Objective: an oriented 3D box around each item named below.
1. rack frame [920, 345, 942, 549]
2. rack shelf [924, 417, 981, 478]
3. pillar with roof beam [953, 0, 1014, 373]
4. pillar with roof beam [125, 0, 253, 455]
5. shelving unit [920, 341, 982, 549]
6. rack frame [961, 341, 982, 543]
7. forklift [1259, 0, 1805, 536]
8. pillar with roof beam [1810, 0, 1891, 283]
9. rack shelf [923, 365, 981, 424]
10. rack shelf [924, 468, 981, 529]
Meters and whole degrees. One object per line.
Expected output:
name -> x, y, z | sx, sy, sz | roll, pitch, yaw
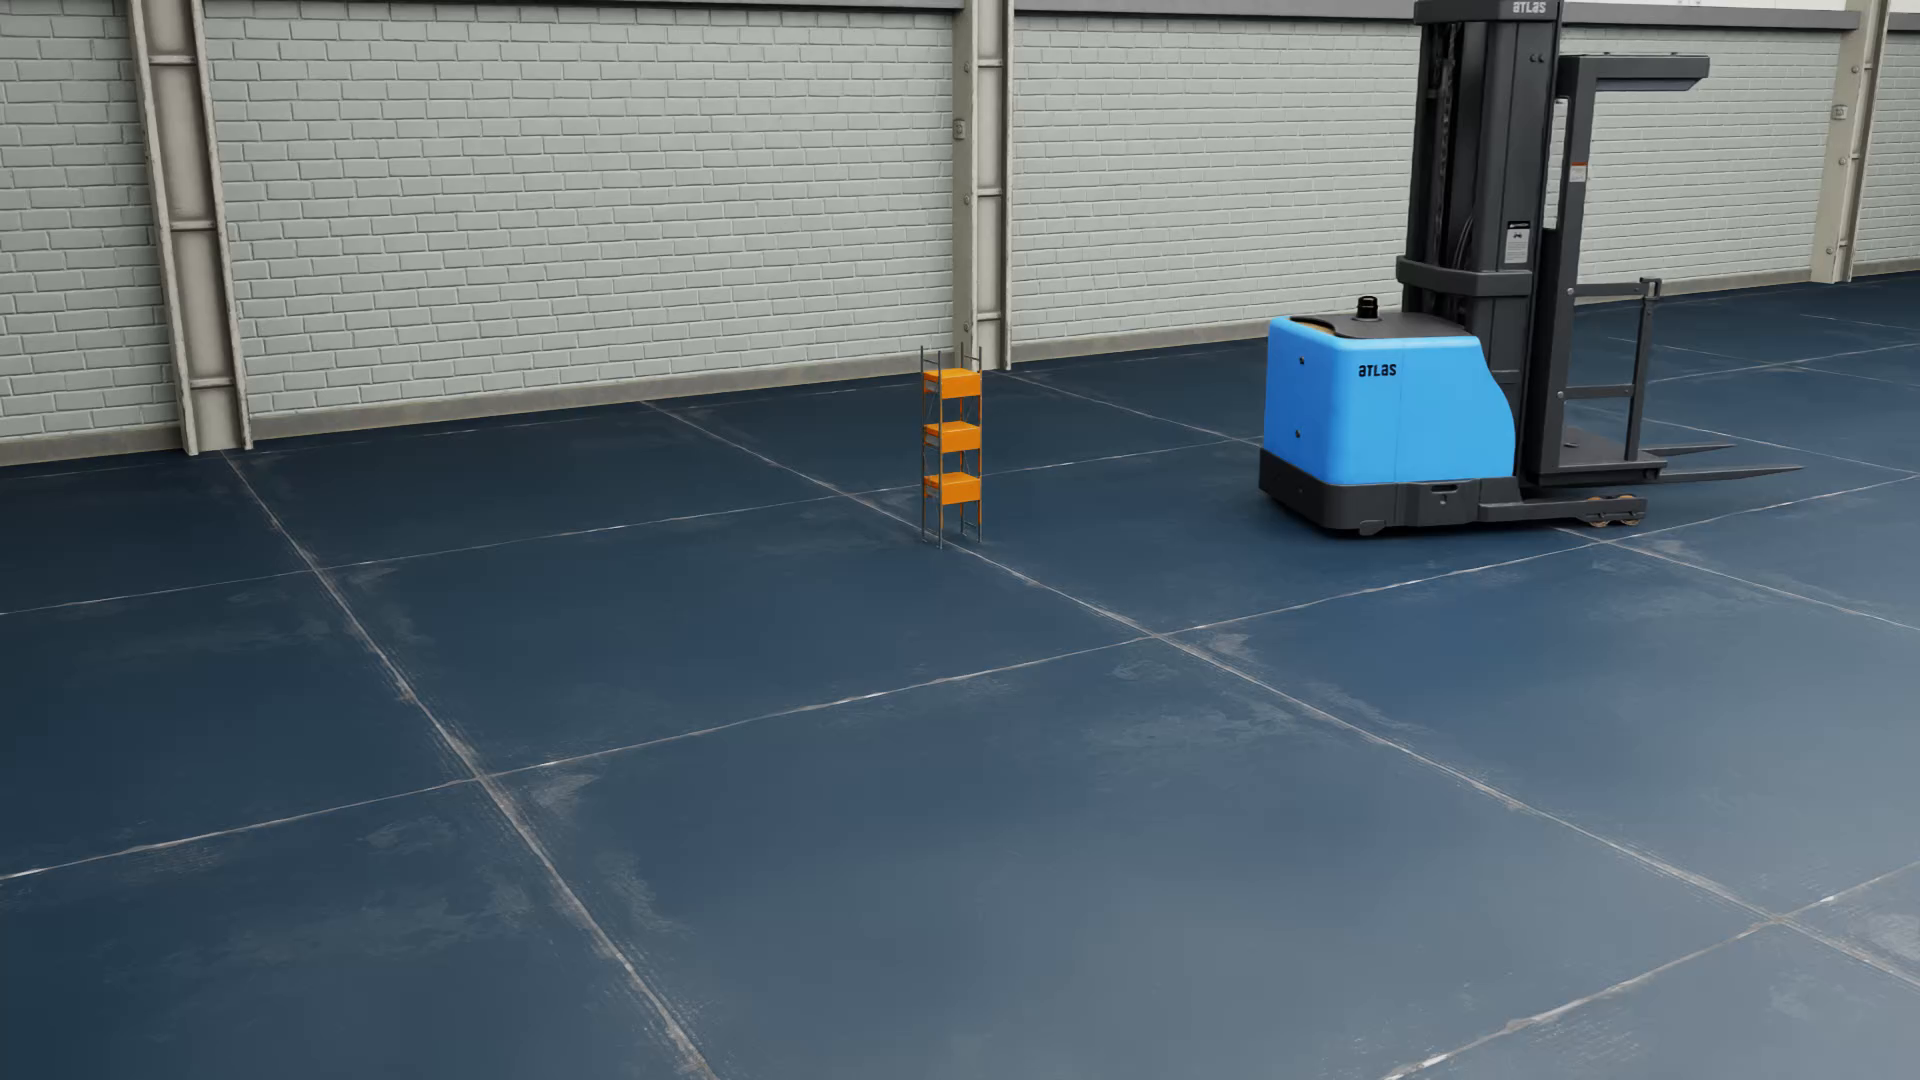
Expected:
rack frame -> -0.150, -0.481, 8.681 | 0.008, 1.050, 0.200 | -9, 18, -30
rack shelf -> -0.046, -0.488, 8.744 | 0.240, 0.259, 0.215 | -9, 18, -30
pillar with roof beam -> 2.404, -4.787, 9.316 | 0.400, 9.000, 9.100 | -9, 18, -30
pillar with roof beam -> -2.739, -3.953, 6.340 | 0.400, 9.000, 9.100 | -9, 18, -30
shelving unit -> -0.046, -0.498, 8.742 | 0.252, 1.050, 0.215 | -9, 18, -30
rack frame -> 0.059, -0.515, 8.802 | 0.008, 1.050, 0.200 | -9, 18, -30
forklift -> 3.319, -1.617, 9.247 | 3.031, 2.935, 1.130 | -3, 16, -12
pillar with roof beam -> 12.690, -6.455, 15.266 | 0.400, 9.000, 9.100 | -9, 18, -30
rack shelf -> -0.046, -0.761, 8.668 | 0.240, 0.259, 0.215 | -9, 18, -30
rack shelf -> -0.046, -0.220, 8.819 | 0.240, 0.259, 0.215 | -9, 18, -30
